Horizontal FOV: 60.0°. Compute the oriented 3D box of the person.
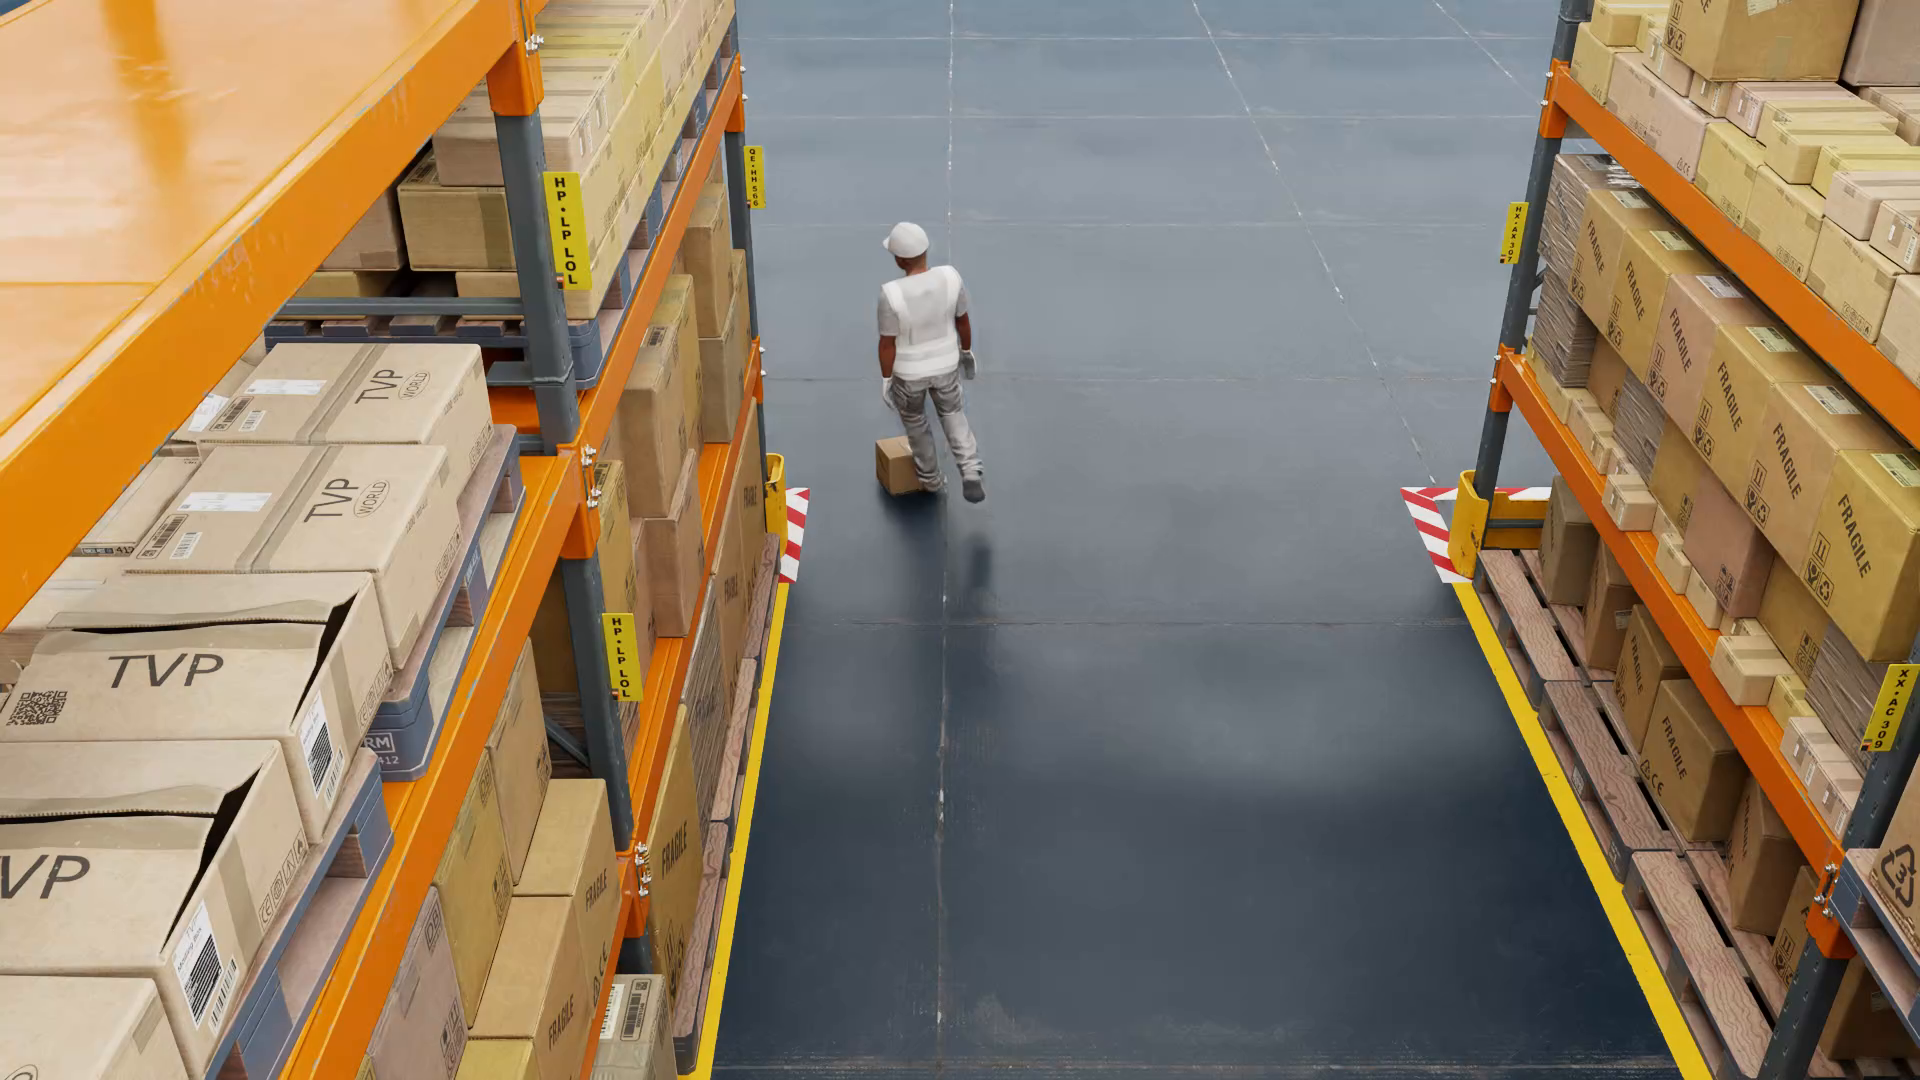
[{"bbox_3d":[-0.179,-0.988,9.534,0.619,1.745,0.749,-11,33,-17],"label":"person"}]
